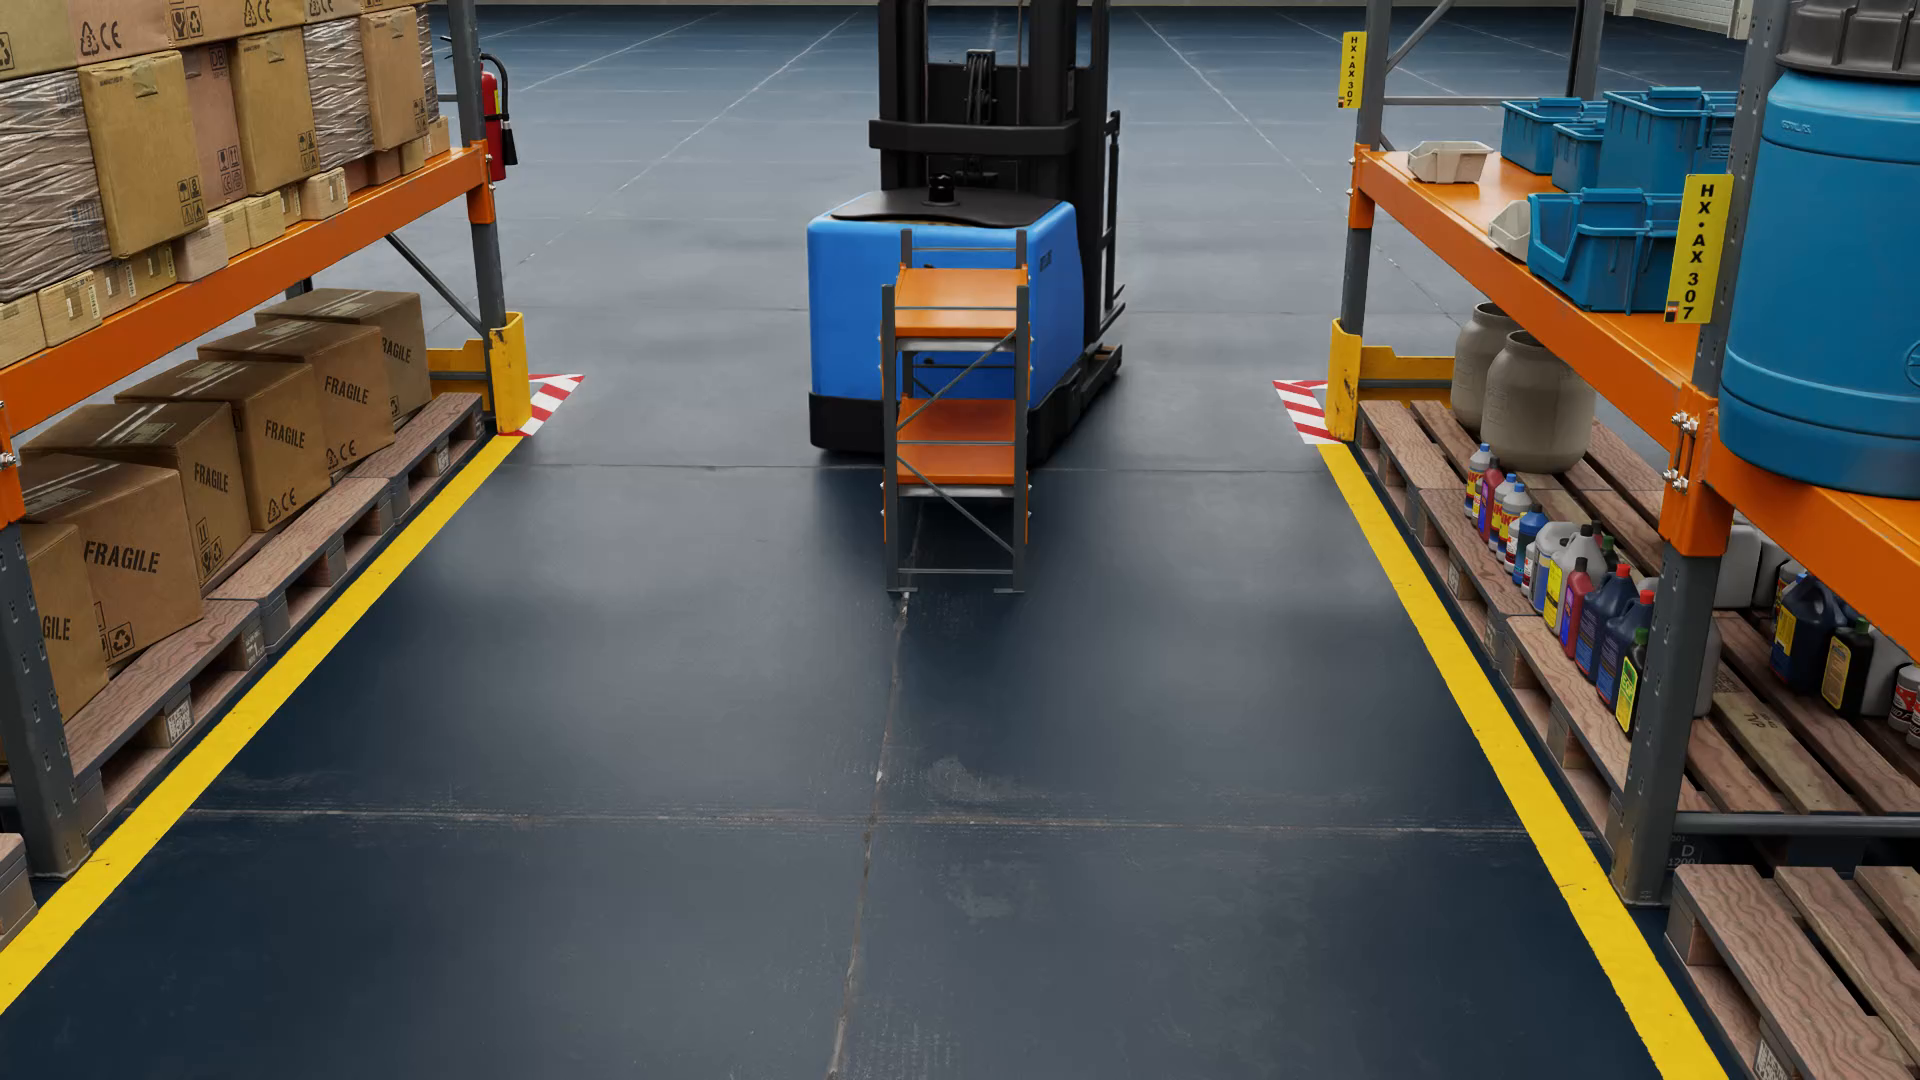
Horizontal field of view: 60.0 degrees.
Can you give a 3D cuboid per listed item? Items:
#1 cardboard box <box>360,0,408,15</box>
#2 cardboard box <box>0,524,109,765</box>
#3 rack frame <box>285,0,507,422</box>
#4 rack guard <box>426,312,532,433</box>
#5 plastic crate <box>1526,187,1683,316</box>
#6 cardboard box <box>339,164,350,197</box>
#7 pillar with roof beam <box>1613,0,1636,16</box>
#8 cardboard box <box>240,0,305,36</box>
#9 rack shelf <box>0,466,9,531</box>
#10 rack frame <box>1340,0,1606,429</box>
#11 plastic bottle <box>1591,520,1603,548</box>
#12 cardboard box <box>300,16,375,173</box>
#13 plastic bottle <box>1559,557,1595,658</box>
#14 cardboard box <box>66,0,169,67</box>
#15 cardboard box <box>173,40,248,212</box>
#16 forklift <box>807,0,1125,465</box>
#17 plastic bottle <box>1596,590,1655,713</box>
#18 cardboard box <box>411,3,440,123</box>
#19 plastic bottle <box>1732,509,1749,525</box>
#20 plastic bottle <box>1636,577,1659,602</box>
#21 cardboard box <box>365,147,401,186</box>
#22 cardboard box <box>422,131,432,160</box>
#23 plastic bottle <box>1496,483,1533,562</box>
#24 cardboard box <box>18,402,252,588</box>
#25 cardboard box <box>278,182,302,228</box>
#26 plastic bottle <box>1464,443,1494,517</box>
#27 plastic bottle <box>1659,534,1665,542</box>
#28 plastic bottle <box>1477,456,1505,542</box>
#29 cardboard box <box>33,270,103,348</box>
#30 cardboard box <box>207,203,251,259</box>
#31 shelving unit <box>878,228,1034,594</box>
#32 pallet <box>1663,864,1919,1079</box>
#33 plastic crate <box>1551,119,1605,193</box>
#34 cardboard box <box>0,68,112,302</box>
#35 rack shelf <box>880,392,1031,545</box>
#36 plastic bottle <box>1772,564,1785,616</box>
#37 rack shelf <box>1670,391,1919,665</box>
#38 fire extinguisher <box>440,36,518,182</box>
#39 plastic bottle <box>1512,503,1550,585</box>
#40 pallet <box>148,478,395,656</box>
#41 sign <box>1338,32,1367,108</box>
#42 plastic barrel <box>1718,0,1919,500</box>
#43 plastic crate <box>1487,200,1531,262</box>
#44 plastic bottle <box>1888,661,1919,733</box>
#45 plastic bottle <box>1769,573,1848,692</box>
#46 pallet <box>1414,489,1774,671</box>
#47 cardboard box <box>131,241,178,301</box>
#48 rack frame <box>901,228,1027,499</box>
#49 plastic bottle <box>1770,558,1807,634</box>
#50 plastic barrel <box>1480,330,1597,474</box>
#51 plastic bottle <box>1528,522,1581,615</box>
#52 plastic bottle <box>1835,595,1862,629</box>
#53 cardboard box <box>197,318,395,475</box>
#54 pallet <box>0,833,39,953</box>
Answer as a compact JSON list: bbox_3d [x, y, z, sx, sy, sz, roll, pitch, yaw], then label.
[{"bbox_3d":[-2.445,-2.264,6.287,0.500,0.500,0.500,1,21,2],"label":"cardboard box"},{"bbox_3d":[-2.736,0.276,4.546,0.500,0.500,0.500,0,21,0],"label":"cardboard box"},{"bbox_3d":[-2.666,-1.995,7.525,1.000,3.000,0.127,1,21,2],"label":"rack frame"},{"bbox_3d":[-2.668,-0.803,7.906,1.175,0.500,0.348,1,21,2],"label":"rack guard"},{"bbox_3d":[1.925,-0.829,4.723,0.499,0.251,0.616,1,21,2],"label":"plastic crate"},{"bbox_3d":[-2.490,-1.321,6.134,0.380,0.149,0.250,1,21,2],"label":"cardboard box"},{"bbox_3d":[9.640,-15.261,33.419,9.100,9.000,0.400,1,21,2],"label":"pillar with roof beam"},{"bbox_3d":[-2.486,-1.903,5.355,0.500,0.500,0.500,1,21,2],"label":"cardboard box"},{"bbox_3d":[-2.849,0.509,2.064,1.077,0.370,4.000,1,21,2],"label":"rack shelf"},{"bbox_3d":[2.285,-1.941,7.385,1.000,3.000,0.127,1,21,2],"label":"rack frame"},{"bbox_3d":[2.025,0.087,5.306,0.061,0.283,0.133,1,21,2],"label":"plastic bottle"},{"bbox_3d":[-2.664,-1.620,6.007,0.875,0.500,0.500,1,21,2],"label":"cardboard box"},{"bbox_3d":[1.863,0.202,5.009,0.061,0.283,0.133,2,21,5],"label":"plastic bottle"},{"bbox_3d":[-2.506,-1.541,4.423,0.500,0.500,0.500,1,21,2],"label":"cardboard box"},{"bbox_3d":[-2.747,-1.259,5.077,0.875,0.500,0.500,1,21,2],"label":"cardboard box"},{"bbox_3d":[0.225,-2.189,8.118,1.130,2.935,3.031,6,22,15],"label":"forklift"},{"bbox_3d":[1.894,0.299,4.665,0.144,0.351,0.185,0,21,0],"label":"plastic bottle"},{"bbox_3d":[-2.710,-1.982,6.941,0.875,0.500,0.500,1,21,2],"label":"cardboard box"},{"bbox_3d":[2.626,-0.041,5.543,0.144,0.351,0.185,2,21,4],"label":"plastic bottle"},{"bbox_3d":[2.049,0.257,4.877,0.152,0.276,0.135,1,21,2],"label":"plastic bottle"},{"bbox_3d":[-2.456,-1.501,6.599,0.380,0.149,0.250,1,21,2],"label":"cardboard box"},{"bbox_3d":[-2.477,-1.683,7.066,0.380,0.149,0.250,1,21,2],"label":"cardboard box"},{"bbox_3d":[1.904,-0.062,5.705,0.097,0.271,0.097,0,21,0],"label":"plastic bottle"},{"bbox_3d":[-2.785,-0.156,5.660,0.500,0.500,0.500,-1,21,-3],"label":"cardboard box"},{"bbox_3d":[-2.486,-1.140,5.667,0.380,0.149,0.250,1,21,2],"label":"cardboard box"},{"bbox_3d":[1.918,-0.222,6.118,0.097,0.271,0.097,0,21,0],"label":"plastic bottle"},{"bbox_3d":[2.525,-0.121,5.841,0.061,0.283,0.133,1,21,2],"label":"plastic bottle"},{"bbox_3d":[1.893,-0.146,5.905,0.061,0.283,0.133,1,21,3],"label":"plastic bottle"},{"bbox_3d":[-2.460,-0.597,4.268,0.380,0.149,0.250,1,21,2],"label":"cardboard box"},{"bbox_3d":[-2.467,-0.959,5.200,0.380,0.149,0.250,1,21,2],"label":"cardboard box"},{"bbox_3d":[0.000,-0.522,6.319,0.538,1.125,1.048,1,21,2],"label":"shelving unit"},{"bbox_3d":[2.178,1.090,3.429,1.003,0.211,1.213,1,21,2],"label":"pallet"},{"bbox_3d":[2.543,-1.453,6.332,0.499,0.251,0.408,1,21,2],"label":"plastic crate"},{"bbox_3d":[-2.712,-0.897,4.143,0.875,0.500,0.500,1,21,2],"label":"cardboard box"},{"bbox_3d":[0.000,-0.294,6.408,0.538,0.278,1.000,1,21,2],"label":"rack shelf"},{"bbox_3d":[2.640,0.147,5.263,0.097,0.201,0.097,0,21,0],"label":"plastic bottle"},{"bbox_3d":[2.102,0.564,1.924,1.077,0.370,4.000,1,21,2],"label":"rack shelf"},{"bbox_3d":[-2.202,-1.996,7.633,0.296,0.674,0.183,1,21,2],"label":"fire extinguisher"},{"bbox_3d":[1.898,0.011,5.516,0.097,0.271,0.097,0,21,0],"label":"plastic bottle"},{"bbox_3d":[-2.768,0.065,6.069,1.003,0.211,1.213,1,21,2],"label":"pallet"},{"bbox_3d":[1.735,-2.078,7.354,0.100,0.325,0.005,1,21,2],"label":"sign"},{"bbox_3d":[1.848,-0.592,3.215,0.600,0.901,0.708,1,21,2],"label":"plastic barrel"},{"bbox_3d":[1.959,-0.962,5.225,0.530,0.136,0.437,1,21,2],"label":"plastic crate"},{"bbox_3d":[2.617,0.421,4.558,0.097,0.201,0.097,0,21,0],"label":"plastic bottle"},{"bbox_3d":[2.458,0.246,4.801,0.144,0.351,0.185,1,21,2],"label":"plastic bottle"},{"bbox_3d":[2.259,0.121,5.926,1.003,0.211,1.213,1,21,2],"label":"pallet"},{"bbox_3d":[-2.482,-0.778,4.735,0.380,0.149,0.250,1,21,2],"label":"cardboard box"},{"bbox_3d":[0.015,-0.706,6.793,0.500,1.125,0.032,1,21,2],"label":"rack frame"},{"bbox_3d":[2.575,0.163,5.126,0.097,0.271,0.097,0,21,0],"label":"plastic bottle"},{"bbox_3d":[2.326,-0.557,6.676,0.421,0.512,0.421,0,21,0],"label":"plastic barrel"},{"bbox_3d":[1.919,0.089,5.310,0.152,0.276,0.135,1,21,3],"label":"plastic bottle"},{"bbox_3d":[2.602,0.248,4.797,0.144,0.351,0.185,1,21,3],"label":"plastic bottle"},{"bbox_3d":[-2.686,-0.584,6.762,0.500,0.500,0.500,6,22,16],"label":"cardboard box"},{"bbox_3d":[-2.810,1.032,3.577,1.003,0.211,1.213,1,21,2],"label":"pallet"}]
